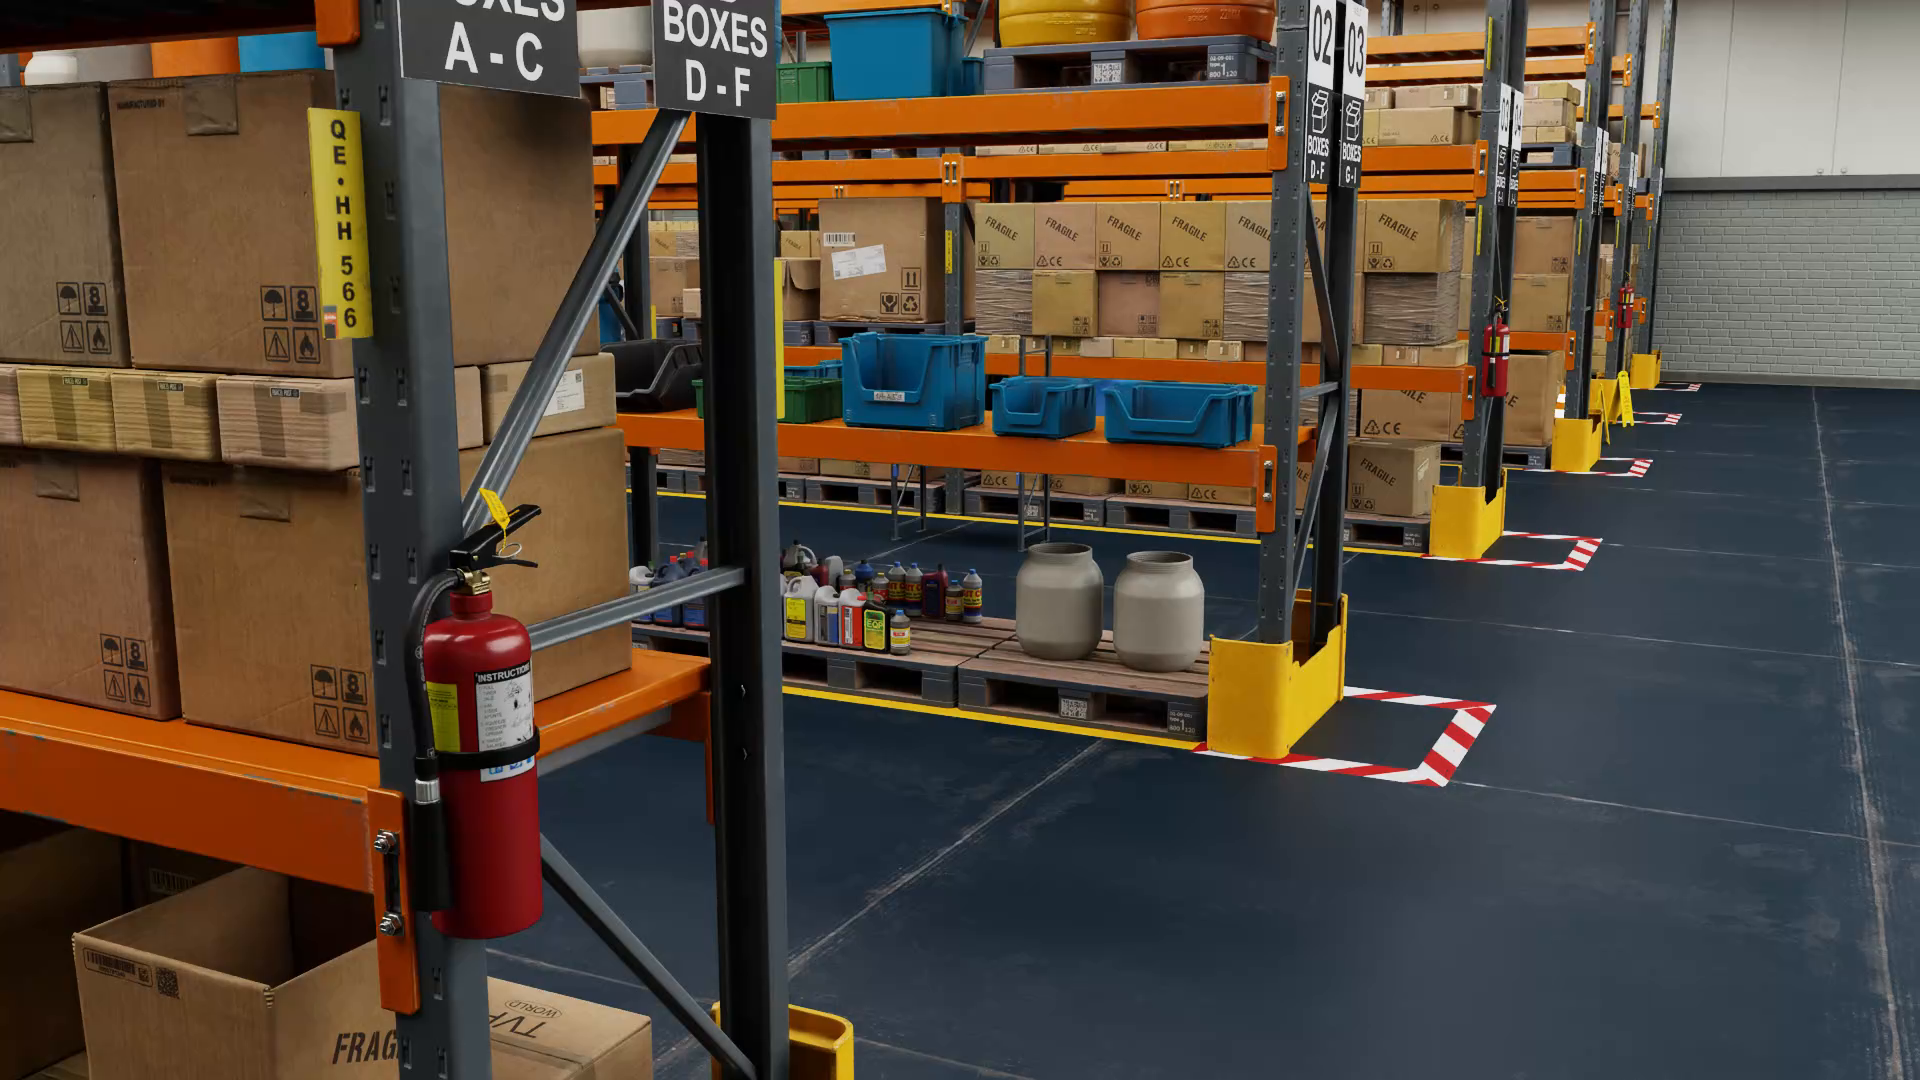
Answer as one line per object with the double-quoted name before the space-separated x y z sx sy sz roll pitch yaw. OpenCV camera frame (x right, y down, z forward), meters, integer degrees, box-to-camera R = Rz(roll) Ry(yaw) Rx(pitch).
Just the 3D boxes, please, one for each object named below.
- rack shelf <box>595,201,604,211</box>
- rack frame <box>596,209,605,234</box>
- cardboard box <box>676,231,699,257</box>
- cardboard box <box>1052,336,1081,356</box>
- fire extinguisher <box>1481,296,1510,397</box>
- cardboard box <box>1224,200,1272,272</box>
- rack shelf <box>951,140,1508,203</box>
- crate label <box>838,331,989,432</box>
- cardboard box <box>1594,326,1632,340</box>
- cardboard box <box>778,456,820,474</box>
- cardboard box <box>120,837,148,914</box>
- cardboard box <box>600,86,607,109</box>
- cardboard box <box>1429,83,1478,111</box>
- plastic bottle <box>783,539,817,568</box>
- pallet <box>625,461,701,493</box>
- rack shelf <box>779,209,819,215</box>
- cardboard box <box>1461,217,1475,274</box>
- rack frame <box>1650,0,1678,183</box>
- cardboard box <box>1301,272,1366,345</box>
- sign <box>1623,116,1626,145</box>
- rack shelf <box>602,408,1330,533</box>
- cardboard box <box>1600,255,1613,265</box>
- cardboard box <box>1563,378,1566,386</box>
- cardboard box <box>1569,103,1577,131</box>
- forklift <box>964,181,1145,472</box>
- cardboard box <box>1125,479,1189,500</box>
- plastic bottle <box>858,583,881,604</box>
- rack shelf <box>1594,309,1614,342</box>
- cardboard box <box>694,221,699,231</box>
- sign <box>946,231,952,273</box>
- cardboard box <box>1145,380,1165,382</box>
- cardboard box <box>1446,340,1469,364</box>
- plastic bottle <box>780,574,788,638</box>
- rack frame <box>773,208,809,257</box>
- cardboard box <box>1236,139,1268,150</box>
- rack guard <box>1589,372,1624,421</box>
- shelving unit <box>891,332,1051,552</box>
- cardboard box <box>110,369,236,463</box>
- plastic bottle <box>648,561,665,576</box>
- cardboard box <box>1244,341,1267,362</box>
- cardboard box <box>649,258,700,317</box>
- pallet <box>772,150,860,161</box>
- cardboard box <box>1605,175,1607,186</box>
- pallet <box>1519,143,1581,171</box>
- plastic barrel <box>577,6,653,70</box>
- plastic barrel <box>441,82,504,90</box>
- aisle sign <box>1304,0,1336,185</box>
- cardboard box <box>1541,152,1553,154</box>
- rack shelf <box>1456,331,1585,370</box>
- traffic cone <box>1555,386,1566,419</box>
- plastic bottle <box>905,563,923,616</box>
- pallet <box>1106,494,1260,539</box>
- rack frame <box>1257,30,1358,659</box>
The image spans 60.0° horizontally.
"rack shelf" -6.526 -4.447 21.976 4.000 0.370 1.077 5 11 26
"rack frame" -4.732 -3.167 21.309 0.127 3.000 1.000 5 11 26
"cardboard box" -4.090 -4.580 26.026 0.500 0.500 0.500 5 11 27
"cardboard box" 0.900 -1.509 12.851 0.250 0.149 0.380 5 11 26
"fire extinguisher" 3.643 -1.317 11.301 0.183 0.674 0.296 5 11 26
"cardboard box" 2.243 -2.207 12.080 0.500 0.500 0.500 5 11 26
"rack shelf" 1.950 -2.717 12.419 4.000 0.370 1.077 5 11 26
"crate label" -0.218 -0.766 7.940 0.616 0.435 0.502 5 11 26
"cardboard box" 9.771 -3.145 24.921 0.500 0.250 0.500 5 12 28
"cardboard box" -1.306 -0.876 14.430 0.500 0.500 0.700 4 11 21
"cardboard box" -1.929 0.767 4.004 0.500 0.500 0.500 5 11 26
"cardboard box" -3.123 -3.761 14.482 0.500 0.500 0.500 5 11 26
"cardboard box" 3.357 -3.008 11.307 0.250 0.149 0.380 5 11 26
"plastic bottle" -0.868 0.170 9.068 0.185 0.351 0.144 5 11 25
"pallet" -2.730 -0.634 15.141 1.213 0.211 1.003 5 11 26
"rack shelf" -2.233 -6.039 30.770 4.000 0.370 1.077 5 11 26
"cardboard box" 5.179 -2.891 16.328 0.550 0.550 0.875 5 11 26
"rack frame" 10.322 -6.765 24.344 0.127 3.000 1.000 5 11 26
"cardboard box" 2.761 -1.701 12.091 0.500 0.500 0.875 5 11 26
"sign" 7.865 -4.845 19.669 0.005 0.325 0.100 5 11 26
"rack shelf" -0.241 -0.450 8.315 4.000 0.370 1.077 5 11 26
"cardboard box" 9.644 -4.180 24.800 0.250 0.149 0.380 5 12 27
"cardboard box" 7.528 -1.982 21.299 0.500 0.250 0.500 5 11 25
"cardboard box" 5.710 -4.105 16.194 0.500 0.250 0.500 5 11 26
"forklift" 0.131 -2.023 15.180 3.031 2.935 1.130 5 11 25
"cardboard box" 1.606 -0.611 13.025 0.500 0.500 0.500 4 11 21
"plastic bottle" -0.456 0.358 8.224 0.133 0.283 0.061 5 11 26
"rack shelf" 6.335 -2.824 21.431 4.000 0.370 1.077 5 11 26
"cardboard box" -3.933 -4.890 25.918 0.250 0.149 0.380 5 11 25
"sign" -0.086 -2.234 12.898 0.005 0.325 0.100 5 11 26
"cardboard box" 1.846 -1.671 18.179 0.750 0.750 1.050 5 11 26
"cardboard box" 3.594 -1.375 12.108 0.250 0.149 0.380 5 11 26
"plastic bottle" -0.944 0.303 8.334 0.185 0.351 0.144 5 11 25
"rack frame" -2.633 -3.966 25.721 0.127 3.000 1.000 5 11 26
"cardboard box" 2.294 -2.918 11.928 0.500 0.250 0.500 5 12 27
"rack guard" 8.061 -1.796 20.752 0.348 0.500 1.175 5 11 26
"shelving unit" 0.077 -0.731 12.060 1.048 1.500 0.538 5 11 26
"cardboard box" -1.305 -0.244 3.055 0.250 0.149 0.380 5 12 27
"plastic bottle" -1.594 0.258 8.777 0.133 0.283 0.061 5 11 26
"cardboard box" 2.269 -1.399 12.245 0.250 0.149 0.380 5 11 26
"cardboard box" -2.384 -2.260 14.833 0.500 0.500 0.700 7 12 34
"pallet" -1.281 -3.283 14.054 1.003 0.211 1.213 5 11 26
"cardboard box" 7.685 -4.356 20.160 0.250 0.149 0.380 5 11 26
"pallet" 5.359 -3.711 16.138 1.213 0.211 1.003 5 11 26
"plastic barrel" -1.736 -2.634 8.446 0.421 0.512 0.421 0 10 0
"plastic barrel" -2.587 -2.690 8.840 0.708 0.901 0.600 5 11 26
"aisle sign" 1.485 -1.873 6.855 0.004 0.787 0.394 5 11 26
"cardboard box" 7.244 -4.788 20.308 0.250 0.149 0.380 5 11 25
"rack shelf" 4.236 -2.025 17.019 4.000 0.370 1.077 5 11 26
"traffic cone" 7.172 -1.600 19.771 0.334 0.463 0.336 5 11 26
"plastic bottle" -0.243 0.260 8.798 0.097 0.271 0.097 0 10 0
"pallet" 1.873 -0.237 12.950 1.213 0.211 1.003 5 11 26
"rack frame" 1.552 -0.647 7.380 0.127 3.000 1.000 5 11 26
